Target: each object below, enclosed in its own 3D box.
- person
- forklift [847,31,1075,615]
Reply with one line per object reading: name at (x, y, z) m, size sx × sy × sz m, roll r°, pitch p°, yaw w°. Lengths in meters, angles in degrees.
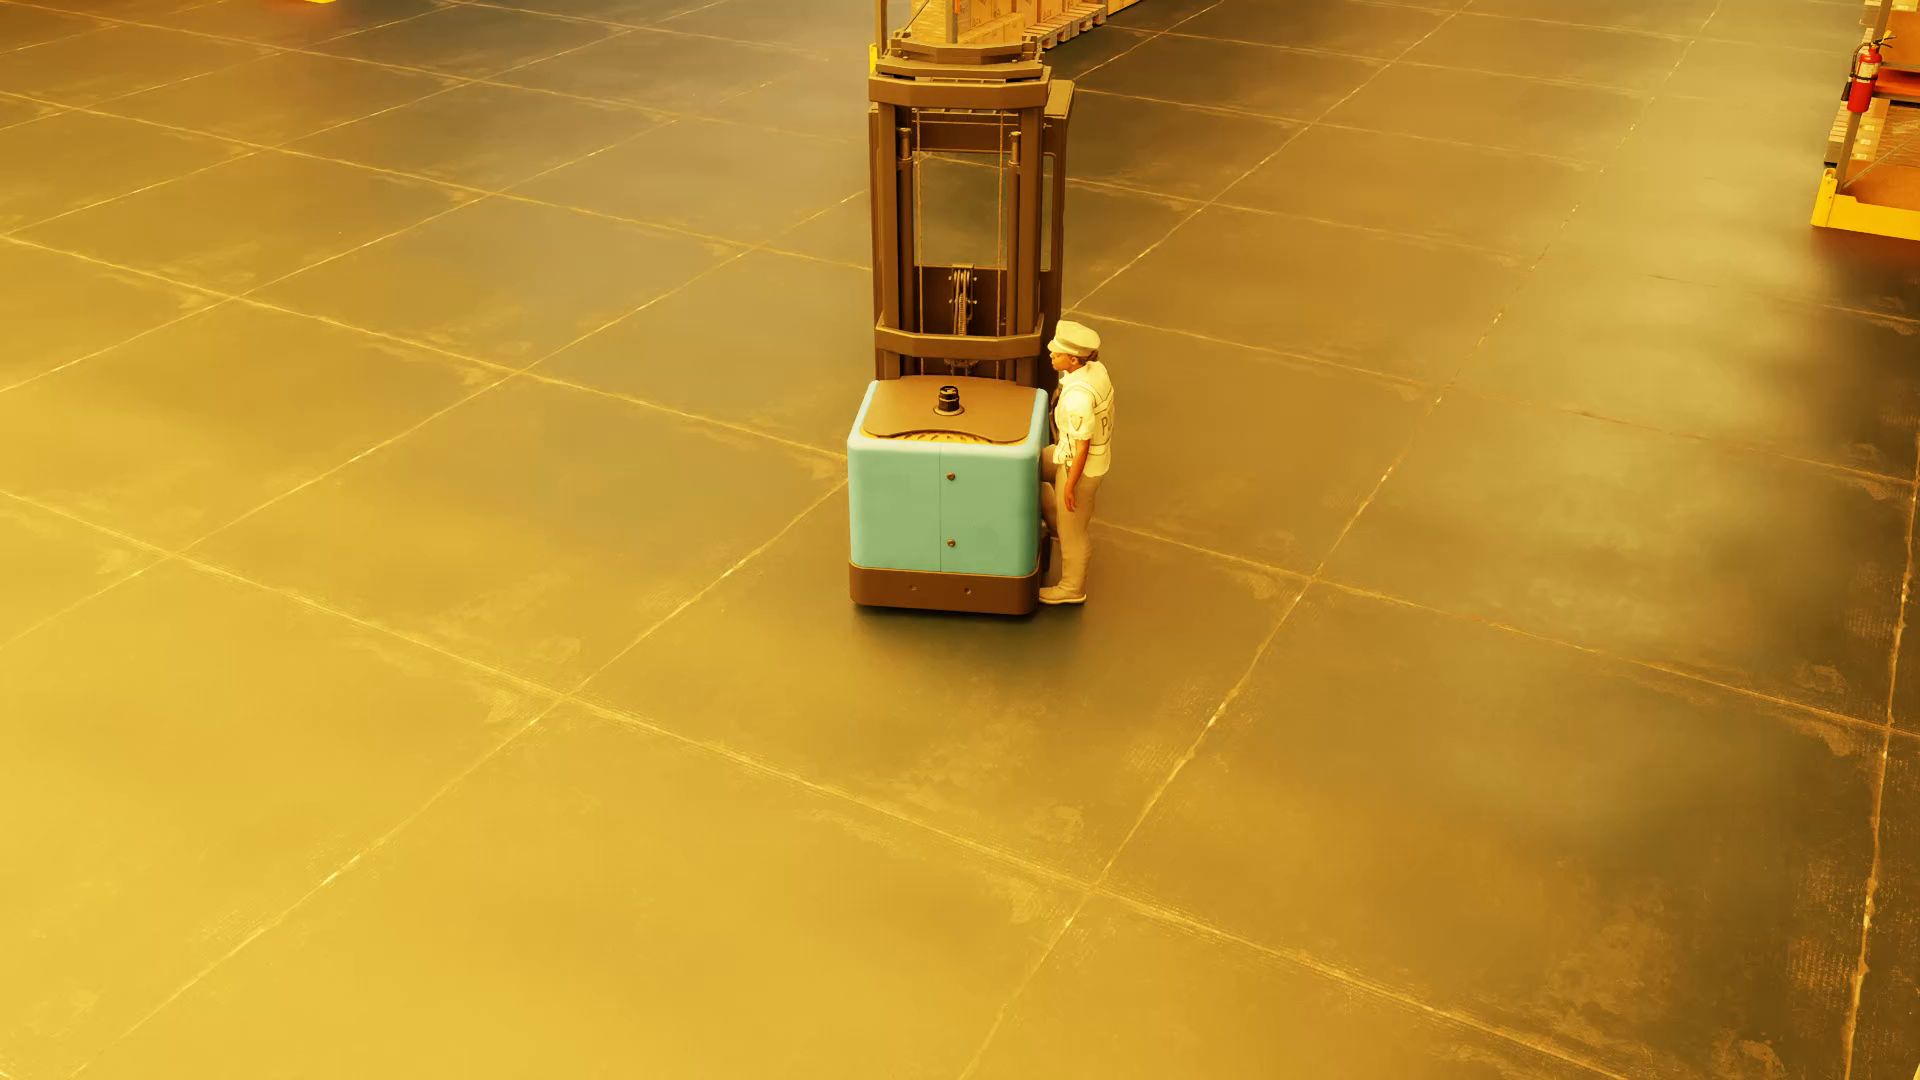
person at (0.535, -0.417, 9.031) m, size 0.567 × 1.677 × 0.572 m, roll 7°, pitch 31°, yaw 13°
forklift at (0.072, -1.572, 9.794) m, size 1.130 × 2.935 × 3.031 m, roll 3°, pitch 30°, yaw 6°
